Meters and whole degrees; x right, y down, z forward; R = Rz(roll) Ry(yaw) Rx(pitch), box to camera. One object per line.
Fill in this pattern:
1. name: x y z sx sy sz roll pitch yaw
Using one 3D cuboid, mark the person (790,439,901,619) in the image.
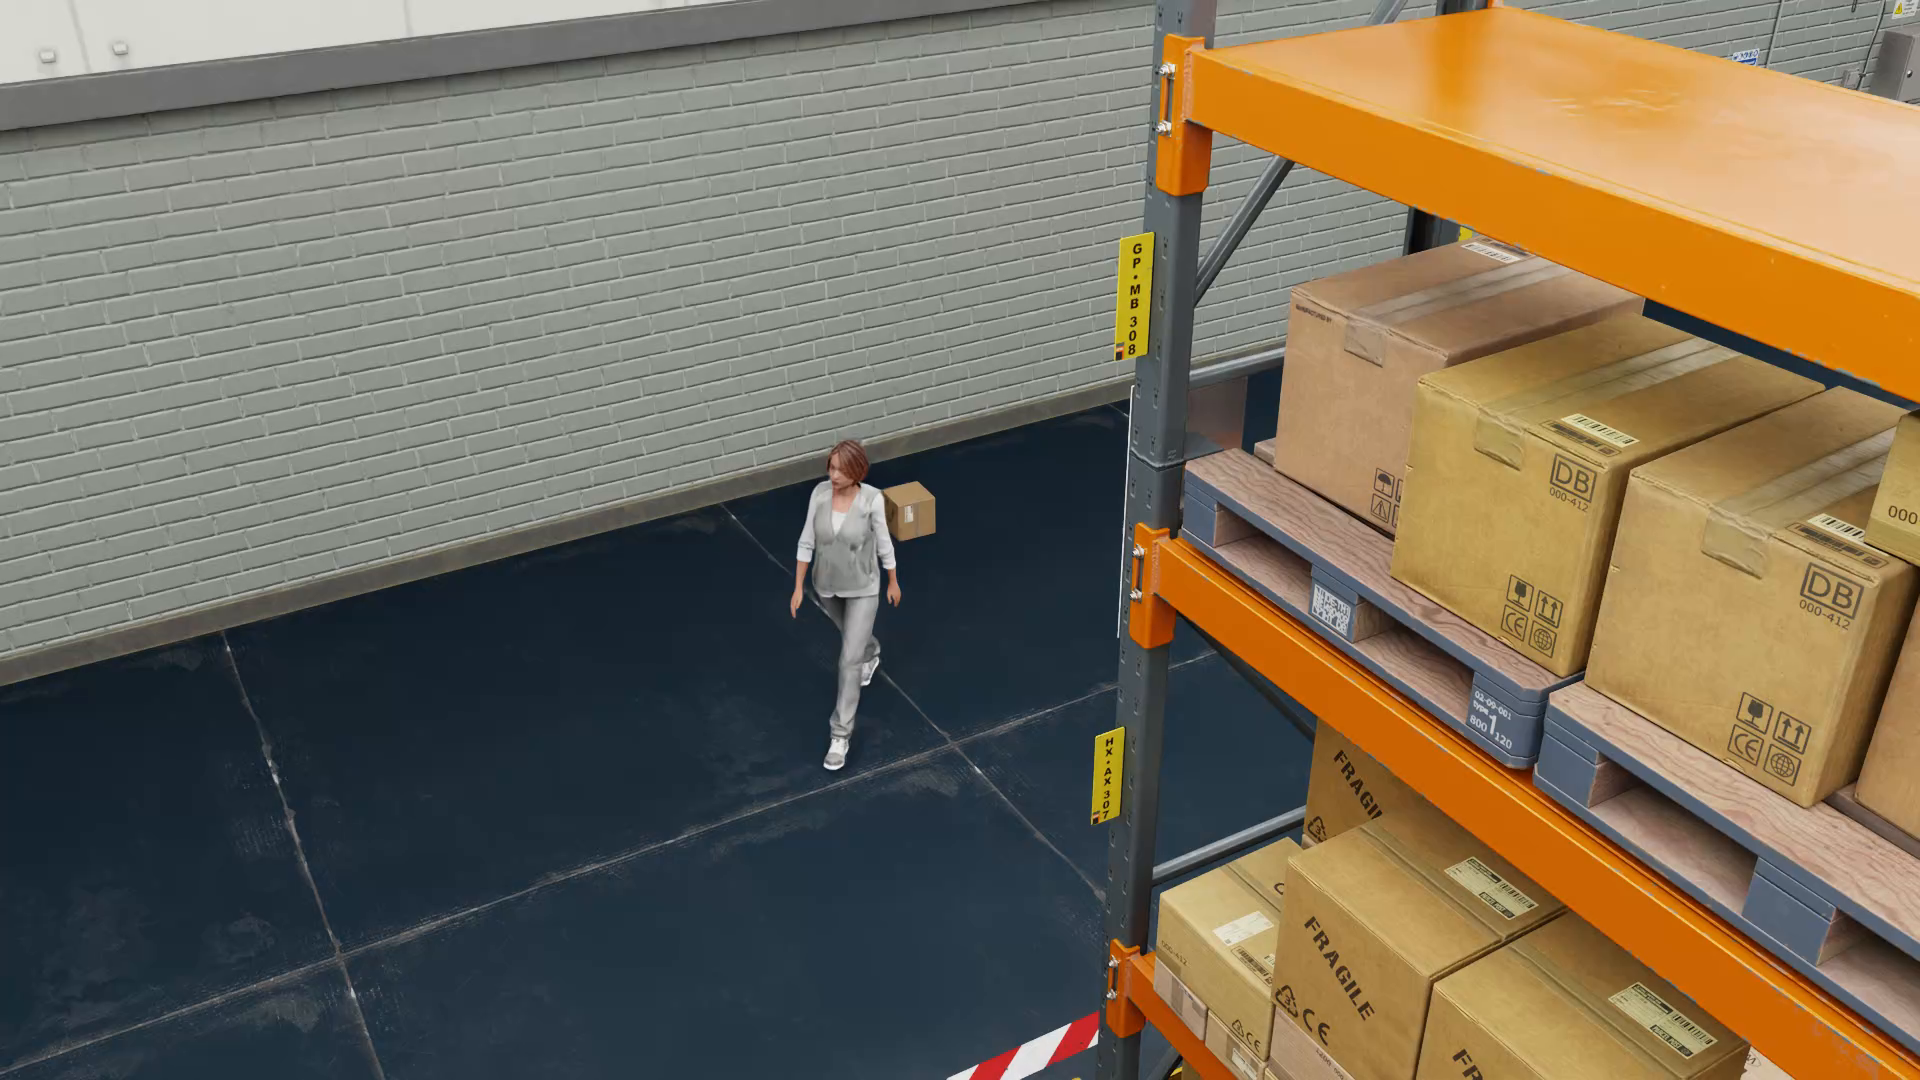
1. person: -0.574 -0.027 7.980 0.446 0.933 0.406 12 31 20
